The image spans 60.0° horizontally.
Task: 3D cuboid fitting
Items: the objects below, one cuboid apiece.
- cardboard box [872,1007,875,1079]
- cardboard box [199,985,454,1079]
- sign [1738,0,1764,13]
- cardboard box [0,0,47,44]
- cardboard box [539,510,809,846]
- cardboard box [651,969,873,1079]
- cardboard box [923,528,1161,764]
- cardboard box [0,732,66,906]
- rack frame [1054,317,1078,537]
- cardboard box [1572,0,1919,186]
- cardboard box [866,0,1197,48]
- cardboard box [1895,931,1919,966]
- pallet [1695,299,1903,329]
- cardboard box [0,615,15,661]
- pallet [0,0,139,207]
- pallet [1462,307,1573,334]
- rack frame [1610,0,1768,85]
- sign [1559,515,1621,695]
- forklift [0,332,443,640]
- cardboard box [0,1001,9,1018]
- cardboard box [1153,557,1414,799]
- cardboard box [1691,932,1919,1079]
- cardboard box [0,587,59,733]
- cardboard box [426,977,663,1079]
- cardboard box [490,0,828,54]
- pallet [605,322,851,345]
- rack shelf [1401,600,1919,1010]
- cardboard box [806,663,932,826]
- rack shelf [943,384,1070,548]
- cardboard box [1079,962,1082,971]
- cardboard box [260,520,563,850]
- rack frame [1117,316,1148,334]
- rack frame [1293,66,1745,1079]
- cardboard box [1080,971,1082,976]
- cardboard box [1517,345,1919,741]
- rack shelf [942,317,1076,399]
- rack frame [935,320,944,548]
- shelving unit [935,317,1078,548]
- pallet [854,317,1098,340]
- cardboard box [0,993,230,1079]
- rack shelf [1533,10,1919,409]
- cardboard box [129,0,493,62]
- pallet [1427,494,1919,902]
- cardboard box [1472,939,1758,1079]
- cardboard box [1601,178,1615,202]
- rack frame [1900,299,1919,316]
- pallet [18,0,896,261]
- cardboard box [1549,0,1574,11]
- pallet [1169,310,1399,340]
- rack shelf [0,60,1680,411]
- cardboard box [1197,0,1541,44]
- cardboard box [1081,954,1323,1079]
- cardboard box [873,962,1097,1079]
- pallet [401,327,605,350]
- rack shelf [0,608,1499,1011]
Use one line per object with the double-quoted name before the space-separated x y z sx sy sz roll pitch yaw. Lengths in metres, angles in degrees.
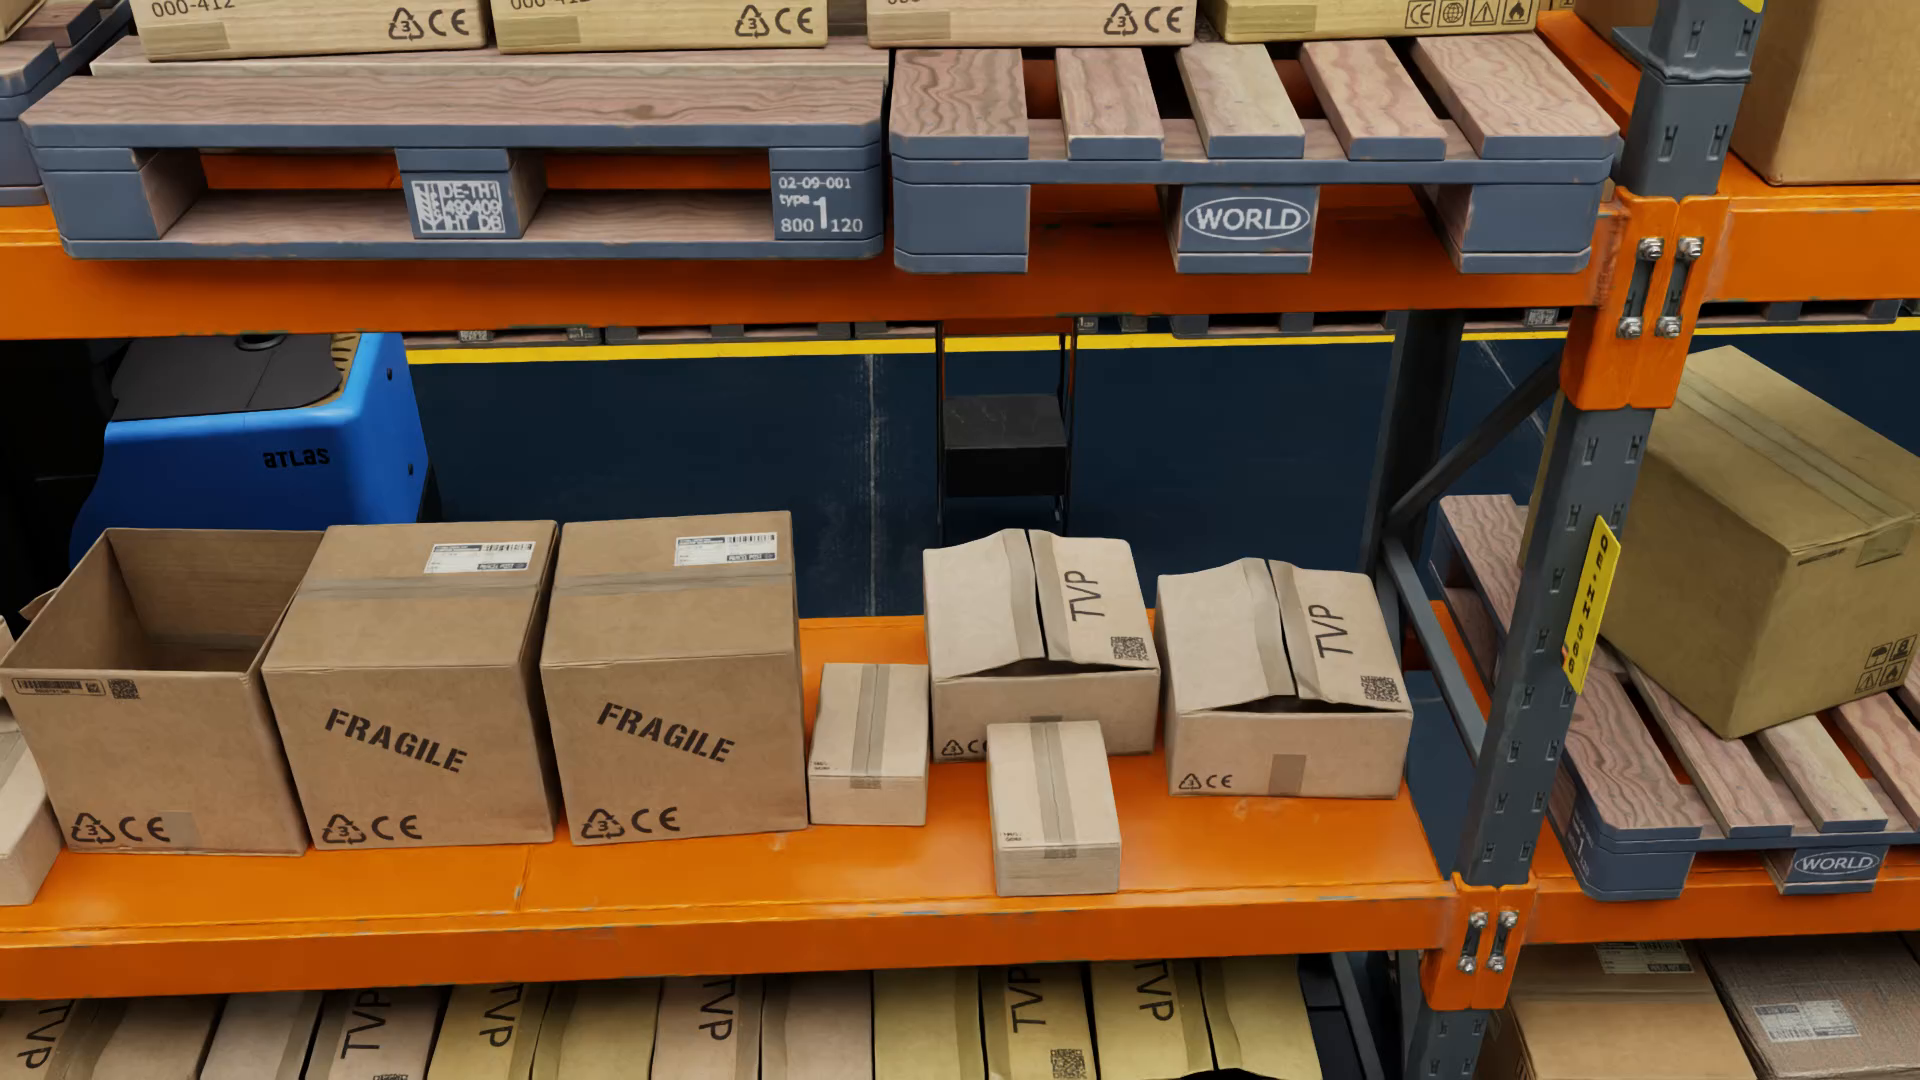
"cardboard box" -0.454 1.417 4.114 0.500 0.250 0.500 -1 35 -1
"cardboard box" -1.477 1.218 3.908 0.500 0.311 0.500 -3 35 -4
"sign" 1.095 -0.885 2.233 0.005 0.325 0.100 -2 35 -2
"cardboard box" -1.754 -0.986 2.666 0.500 0.250 0.500 -5 35 -7
"cardboard box" -0.598 0.291 3.605 0.500 0.500 0.500 -3 35 -5
"cardboard box" -0.458 1.189 3.950 0.500 0.311 0.500 -2 35 -3
"cardboard box" 0.175 0.229 3.862 0.500 0.311 0.500 -2 35 -3
"cardboard box" -2.024 0.581 3.495 0.250 0.149 0.380 -2 35 -2
"rack frame" 0.409 -0.874 6.168 0.015 2.100 0.400 -2 35 -2
"cardboard box" 1.511 -1.027 2.875 0.500 0.500 0.910 -2 35 -2
"cardboard box" 0.104 -0.998 2.683 0.500 0.250 0.500 -1 35 -1
"cardboard box" 2.569 1.247 4.122 0.500 0.500 0.500 -2 35 -3
"pallet" 4.067 -1.435 8.638 1.213 0.211 1.003 -2 35 -2
"cardboard box" -2.429 0.409 3.654 0.500 0.250 0.500 1 35 1
"pallet" -2.038 -0.800 2.802 1.217 0.209 0.805 -3 35 -4
"pallet" 2.846 -1.401 8.588 1.213 0.211 1.003 -2 35 -2
"rack frame" 1.077 -2.189 2.005 0.127 3.000 1.000 -2 35 -2
"sign" 1.107 0.117 2.927 0.005 0.325 0.100 -2 35 -2
"forklift" -3.550 -0.901 5.477 3.031 2.935 1.130 -5 35 -7
"cardboard box" -2.494 1.244 3.872 0.500 0.311 0.500 -1 35 -2
"cardboard box" 0.712 0.300 3.759 0.500 0.311 0.500 1 35 1
"cardboard box" 2.068 1.258 4.107 0.500 0.500 0.500 -3 35 -4
"cardboard box" -2.049 0.313 3.780 0.258 0.266 0.396 -2 35 -3
"cardboard box" -0.958 1.201 3.932 0.500 0.311 0.500 -1 35 -1
"cardboard box" -0.468 -0.989 2.670 0.500 0.250 0.500 -2 35 -3
"pallet" -1.157 -1.340 8.500 1.213 0.211 1.003 -2 35 -2
"rack shelf" 3.075 0.520 3.995 4.000 0.370 1.077 -2 35 -2
"cardboard box" -0.194 0.448 3.688 0.250 0.149 0.380 1 35 1
"rack shelf" 0.165 -0.281 6.565 0.480 0.518 0.431 -2 35 -2
"cardboard box" 0.540 0.853 4.437 0.500 0.311 0.500 0 35 -1
"cardboard box" -1.124 0.306 3.585 0.500 0.500 0.500 -1 35 -2
"rack frame" 0.839 -2.538 7.781 0.127 3.000 1.000 -2 35 -2
"rack frame" 1.077 0.278 3.712 0.127 3.000 1.000 -2 35 -2
"cardboard box" 0.540 1.083 4.596 0.500 0.250 0.500 -2 35 -2
"cardboard box" 1.701 -0.017 3.682 0.500 0.500 0.700 -13 37 -18
"rack shelf" 0.165 -0.857 6.167 0.480 0.518 0.431 -2 35 -2
"rack frame" -0.078 -0.861 6.149 0.015 2.100 0.400 -2 35 -2
"shelving unit" 0.165 -0.868 6.159 0.503 2.100 0.431 -2 35 -2
"pallet" 0.058 -1.371 8.545 1.213 0.211 1.003 -2 35 -2
"cardboard box" -1.993 1.233 3.887 0.500 0.311 0.500 -2 35 -3
"rack shelf" 3.075 -0.713 3.141 4.000 0.370 1.077 -2 35 -2
"cardboard box" -1.006 -0.975 2.650 0.500 0.250 0.500 -4 35 -6
"pallet" 1.751 0.299 3.851 1.003 0.211 1.213 -2 35 -2
"cardboard box" 1.545 1.275 4.082 0.500 0.500 0.500 0 35 0
"cardboard box" 3.304 -1.817 8.260 0.750 0.750 0.750 -1 35 -1
"rack frame" 4.834 -2.645 7.937 0.127 3.000 1.000 -2 35 -2
"pallet" -0.713 -0.777 2.767 1.213 0.211 1.003 0 35 0
"cardboard box" 2.875 -2.617 7.529 0.500 0.500 0.500 -1 35 -1
"pallet" 1.630 -1.369 8.543 1.213 0.211 1.003 -2 35 -2
"rack shelf" -0.921 -0.606 2.986 4.000 0.370 1.077 -2 35 -2
"cardboard box" 0.627 -1.022 2.718 0.500 0.250 0.500 -4 35 -6
"cardboard box" 0.566 1.159 3.993 0.500 0.311 0.500 -1 35 -1
"cardboard box" 0.047 1.177 3.968 0.500 0.311 0.500 -2 35 -3
"pallet" -2.379 -1.305 8.450 1.213 0.211 1.003 -2 35 -2
"rack shelf" -0.921 0.628 3.839 4.000 0.370 1.077 -2 35 -2
